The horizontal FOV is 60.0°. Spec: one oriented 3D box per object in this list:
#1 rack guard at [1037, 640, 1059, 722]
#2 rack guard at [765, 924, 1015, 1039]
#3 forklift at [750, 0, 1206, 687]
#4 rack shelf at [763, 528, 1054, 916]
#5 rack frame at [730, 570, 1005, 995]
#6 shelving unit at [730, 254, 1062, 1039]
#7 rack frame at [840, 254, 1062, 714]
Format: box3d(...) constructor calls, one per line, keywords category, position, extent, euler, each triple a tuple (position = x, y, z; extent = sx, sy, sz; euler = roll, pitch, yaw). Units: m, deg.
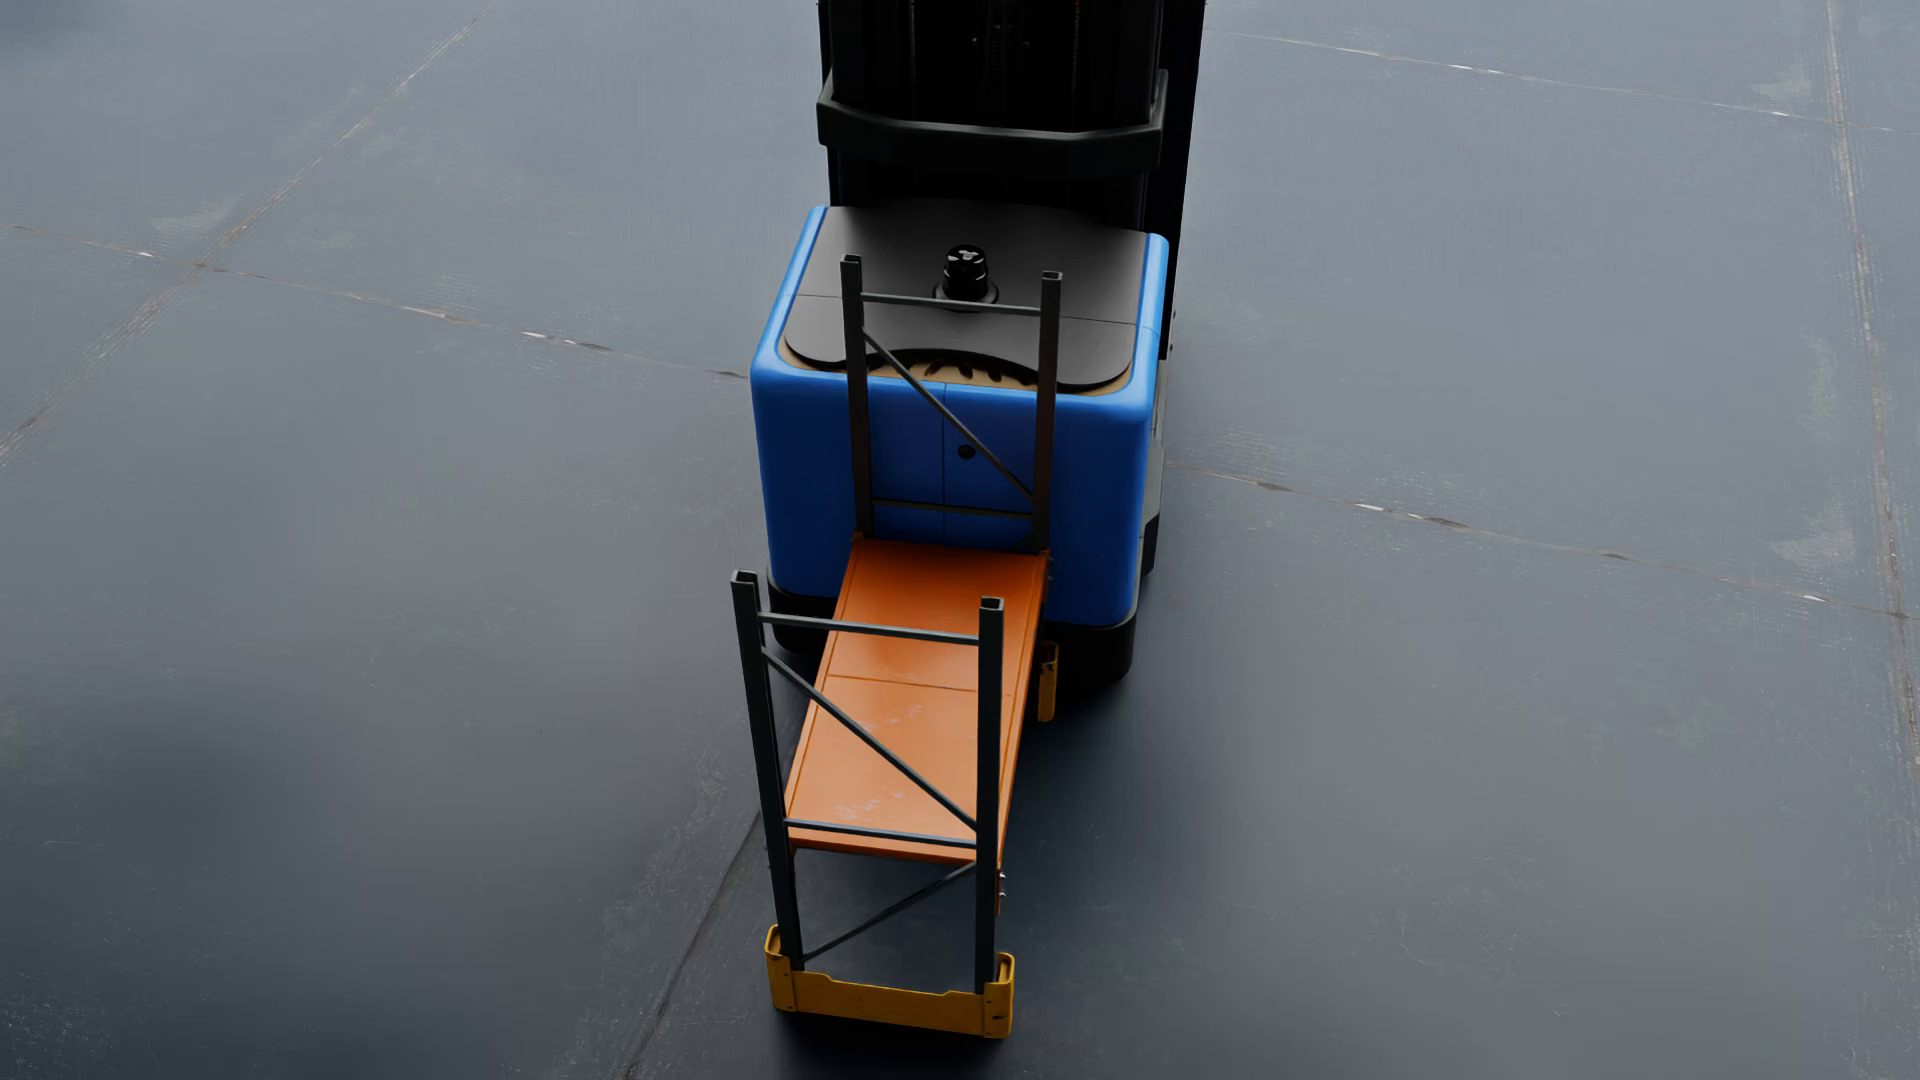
box3d(category="rack guard", position=(-0.021, 0.371, 4.692), extent=(0.587, 0.250, 0.087), euler=(6, 45, 6))
box3d(category="rack guard", position=(-0.166, 1.060, 3.988), extent=(0.587, 0.250, 0.087), euler=(6, 45, 6))
box3d(category="forklift", position=(0.178, -1.669, 4.860), extent=(1.130, 2.935, 3.031), euler=(6, 45, 6))
box3d(category="rack shelf", position=(-0.095, 0.404, 4.022), extent=(0.538, 0.185, 1.000), euler=(6, 45, 6))
box3d(category="rack frame", position=(-0.169, 0.627, 3.537), extent=(0.500, 1.500, 0.032), euler=(6, 45, 6))
box3d(category="shelving unit", position=(-0.094, 0.269, 3.903), extent=(0.587, 1.500, 1.083), euler=(6, 45, 6))
box3d(category="rack frame", position=(-0.021, -0.077, 4.256), extent=(0.500, 1.500, 0.032), euler=(6, 45, 6))
